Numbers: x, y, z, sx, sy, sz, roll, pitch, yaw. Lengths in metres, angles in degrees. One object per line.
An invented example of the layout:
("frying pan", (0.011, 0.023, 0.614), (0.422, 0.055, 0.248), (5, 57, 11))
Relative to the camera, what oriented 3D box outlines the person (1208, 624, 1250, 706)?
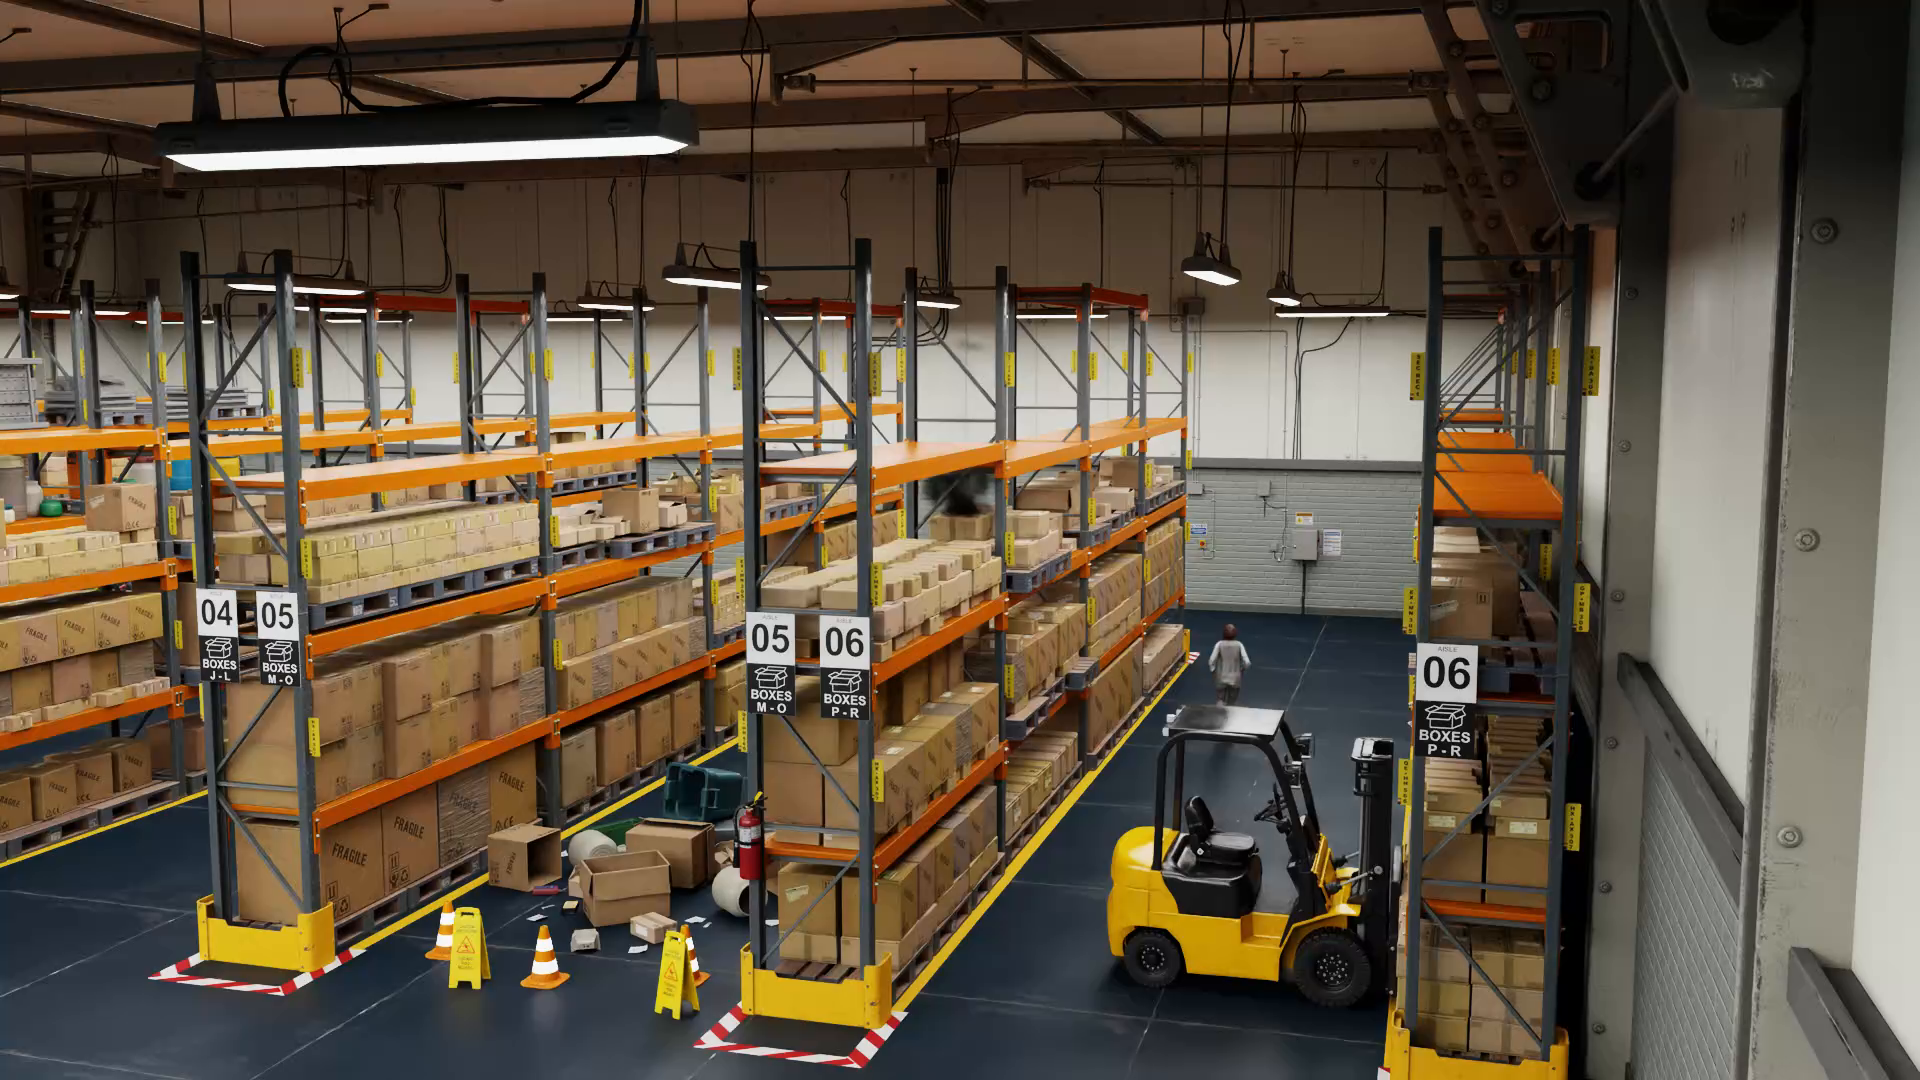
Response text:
("person", (3.611, 1.902, 22.324), (0.553, 1.567, 0.534), (1, 6, 10))
